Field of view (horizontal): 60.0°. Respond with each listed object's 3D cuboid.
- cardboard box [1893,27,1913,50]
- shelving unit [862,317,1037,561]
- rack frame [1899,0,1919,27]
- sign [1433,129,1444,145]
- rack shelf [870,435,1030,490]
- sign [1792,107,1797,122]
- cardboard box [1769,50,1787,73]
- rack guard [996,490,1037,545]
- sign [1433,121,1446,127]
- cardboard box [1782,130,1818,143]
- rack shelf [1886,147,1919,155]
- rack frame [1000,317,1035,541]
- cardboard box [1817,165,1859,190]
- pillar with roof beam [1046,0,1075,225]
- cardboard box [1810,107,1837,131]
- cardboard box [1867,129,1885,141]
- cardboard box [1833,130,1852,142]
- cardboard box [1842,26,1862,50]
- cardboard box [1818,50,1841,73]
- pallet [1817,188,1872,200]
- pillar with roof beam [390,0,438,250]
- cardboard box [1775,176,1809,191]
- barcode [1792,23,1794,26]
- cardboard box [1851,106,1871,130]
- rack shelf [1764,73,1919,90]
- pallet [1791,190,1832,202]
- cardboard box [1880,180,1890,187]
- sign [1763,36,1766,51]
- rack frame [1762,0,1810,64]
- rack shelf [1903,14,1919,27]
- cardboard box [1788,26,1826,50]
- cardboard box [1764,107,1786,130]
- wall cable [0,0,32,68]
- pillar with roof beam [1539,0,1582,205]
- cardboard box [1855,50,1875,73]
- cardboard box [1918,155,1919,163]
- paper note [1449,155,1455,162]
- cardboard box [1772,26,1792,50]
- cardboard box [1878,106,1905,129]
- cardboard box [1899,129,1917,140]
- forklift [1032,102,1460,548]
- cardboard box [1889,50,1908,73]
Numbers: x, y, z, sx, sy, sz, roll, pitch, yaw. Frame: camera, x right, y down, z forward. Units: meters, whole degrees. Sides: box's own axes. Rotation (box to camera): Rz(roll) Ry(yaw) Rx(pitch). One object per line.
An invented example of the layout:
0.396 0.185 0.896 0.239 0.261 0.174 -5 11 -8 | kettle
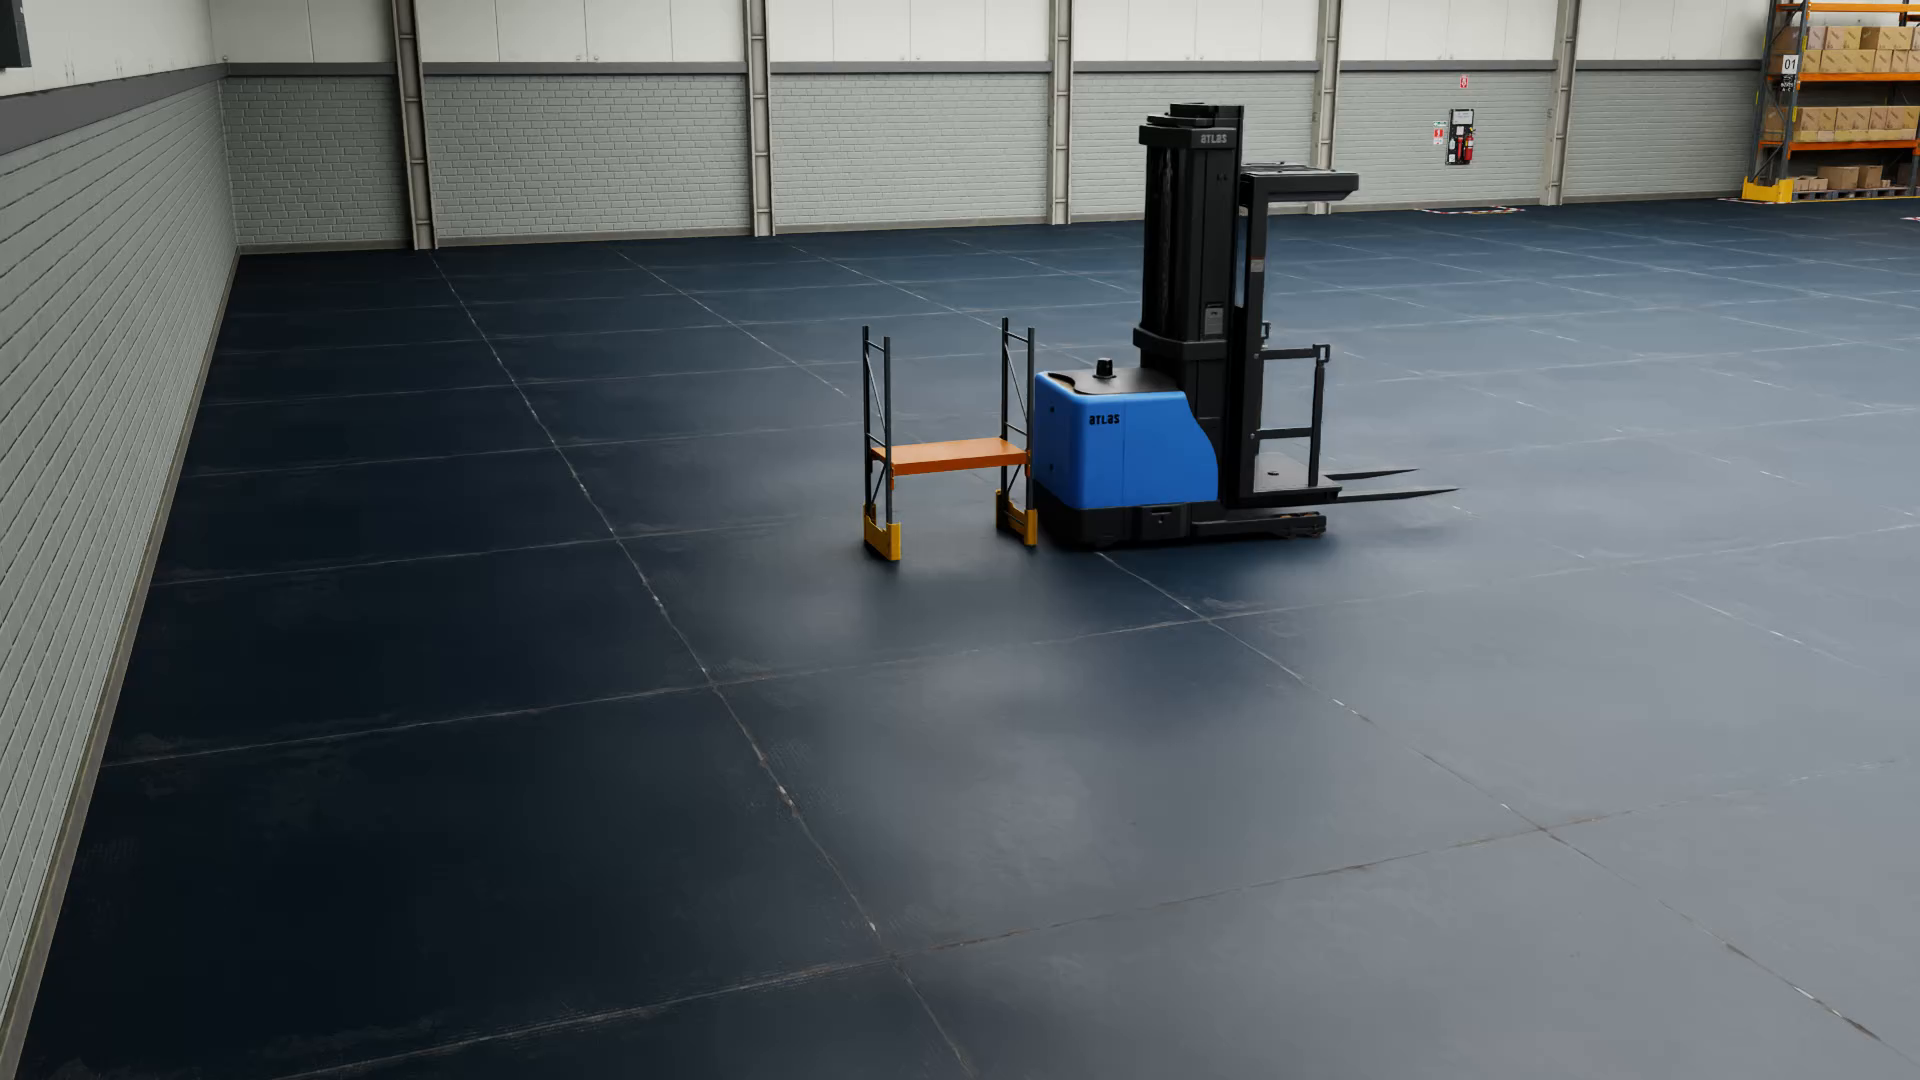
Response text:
21.263 -11.421 37.856 0.500 0.500 0.500 -5 17 -17 | cardboard box
-0.071 -0.712 11.361 1.083 1.500 0.587 -6 17 -20 | shelving unit
22.144 -12.503 38.205 0.127 3.000 1.000 -6 17 -20 | rack frame
10.276 -8.664 35.716 0.234 0.329 0.001 -6 17 -20 | sign
-0.080 -0.538 11.408 1.000 0.185 0.538 -6 17 -20 | rack shelf
18.604 -9.494 37.069 0.005 0.325 0.100 -6 17 -20 | sign
18.708 -10.827 37.608 0.500 0.500 0.500 -5 17 -16 | cardboard box
0.394 -0.162 11.708 0.087 0.250 0.587 -6 17 -20 | rack guard
10.284 -8.917 35.635 0.331 0.109 0.001 -6 17 -20 | sign
18.979 -9.125 37.579 0.500 0.250 0.500 -7 18 -22 | cardboard box
24.012 -9.481 39.839 4.000 0.370 1.077 -6 17 -20 | rack shelf
0.395 -0.762 11.532 0.032 1.500 0.500 -6 17 -20 | rack frame
20.323 -8.398 38.527 0.500 0.500 0.700 -7 18 -24 | cardboard box
3.486 -9.451 27.810 0.400 9.000 9.100 -6 17 -20 | pillar with roof beam
19.428 -9.535 37.645 0.500 0.500 0.500 -6 17 -20 | cardboard box
20.878 -9.332 38.285 0.500 0.250 0.500 -6 17 -20 | cardboard box
19.936 -9.231 37.939 0.500 0.250 0.500 -6 18 -21 | cardboard box
19.817 -11.265 37.324 0.500 0.500 0.500 -6 17 -19 | cardboard box
19.325 -10.731 37.281 0.500 0.500 0.500 -5 17 -16 | cardboard box
20.389 -8.086 38.759 1.213 0.211 1.003 -6 17 -20 | pallet
-7.720 -8.241 23.690 0.400 9.000 9.100 -6 17 -20 | pillar with roof beam
19.088 -8.189 38.151 0.500 0.311 0.500 -8 18 -26 | cardboard box
18.893 -11.680 37.707 0.075 0.075 0.001 -6 17 -20 | barcode
20.390 -9.641 38.005 0.500 0.500 0.500 -6 17 -18 | cardboard box
20.277 -10.517 38.043 4.000 0.370 1.077 -6 17 -20 | rack shelf
19.251 -7.964 38.343 1.213 0.211 1.003 -6 17 -20 | pallet
21.656 -8.415 39.177 0.250 0.166 0.380 -9 18 -27 | cardboard box
18.229 -11.234 37.634 0.005 0.325 0.100 -6 17 -20 | sign
18.409 -12.100 36.832 0.127 3.000 1.000 -6 17 -20 | rack frame
24.012 -12.168 39.050 4.000 0.370 1.077 -6 17 -20 | rack shelf
18.856 -11.173 37.012 0.500 0.500 0.500 -8 18 -24 | cardboard box
18.773 -9.623 37.942 0.500 0.500 0.500 -6 18 -21 | cardboard box
-4.595 -5.268 7.530 0.169 6.003 2.305 -6 17 -20 | wall cable
14.691 -10.661 31.930 0.400 9.000 9.100 -6 17 -20 | pillar with roof beam
20.301 -10.844 37.666 0.500 0.500 0.500 -5 17 -17 | cardboard box
23.236 -9.120 39.657 0.500 0.250 0.500 -7 18 -21 | cardboard box
10.639 -8.253 35.944 0.142 0.148 0.016 -6 17 -20 | paper note
18.718 -11.310 37.479 0.500 0.500 0.500 -5 17 -18 | cardboard box
21.350 -9.742 38.347 0.500 0.500 0.500 -6 17 -20 | cardboard box
21.811 -9.435 38.635 0.500 0.250 0.500 -6 17 -20 | cardboard box
2.083 -1.553 11.685 3.031 2.935 1.130 -4 17 -13 | forklift
21.284 -10.958 38.054 0.500 0.500 0.500 -8 18 -25 | cardboard box
